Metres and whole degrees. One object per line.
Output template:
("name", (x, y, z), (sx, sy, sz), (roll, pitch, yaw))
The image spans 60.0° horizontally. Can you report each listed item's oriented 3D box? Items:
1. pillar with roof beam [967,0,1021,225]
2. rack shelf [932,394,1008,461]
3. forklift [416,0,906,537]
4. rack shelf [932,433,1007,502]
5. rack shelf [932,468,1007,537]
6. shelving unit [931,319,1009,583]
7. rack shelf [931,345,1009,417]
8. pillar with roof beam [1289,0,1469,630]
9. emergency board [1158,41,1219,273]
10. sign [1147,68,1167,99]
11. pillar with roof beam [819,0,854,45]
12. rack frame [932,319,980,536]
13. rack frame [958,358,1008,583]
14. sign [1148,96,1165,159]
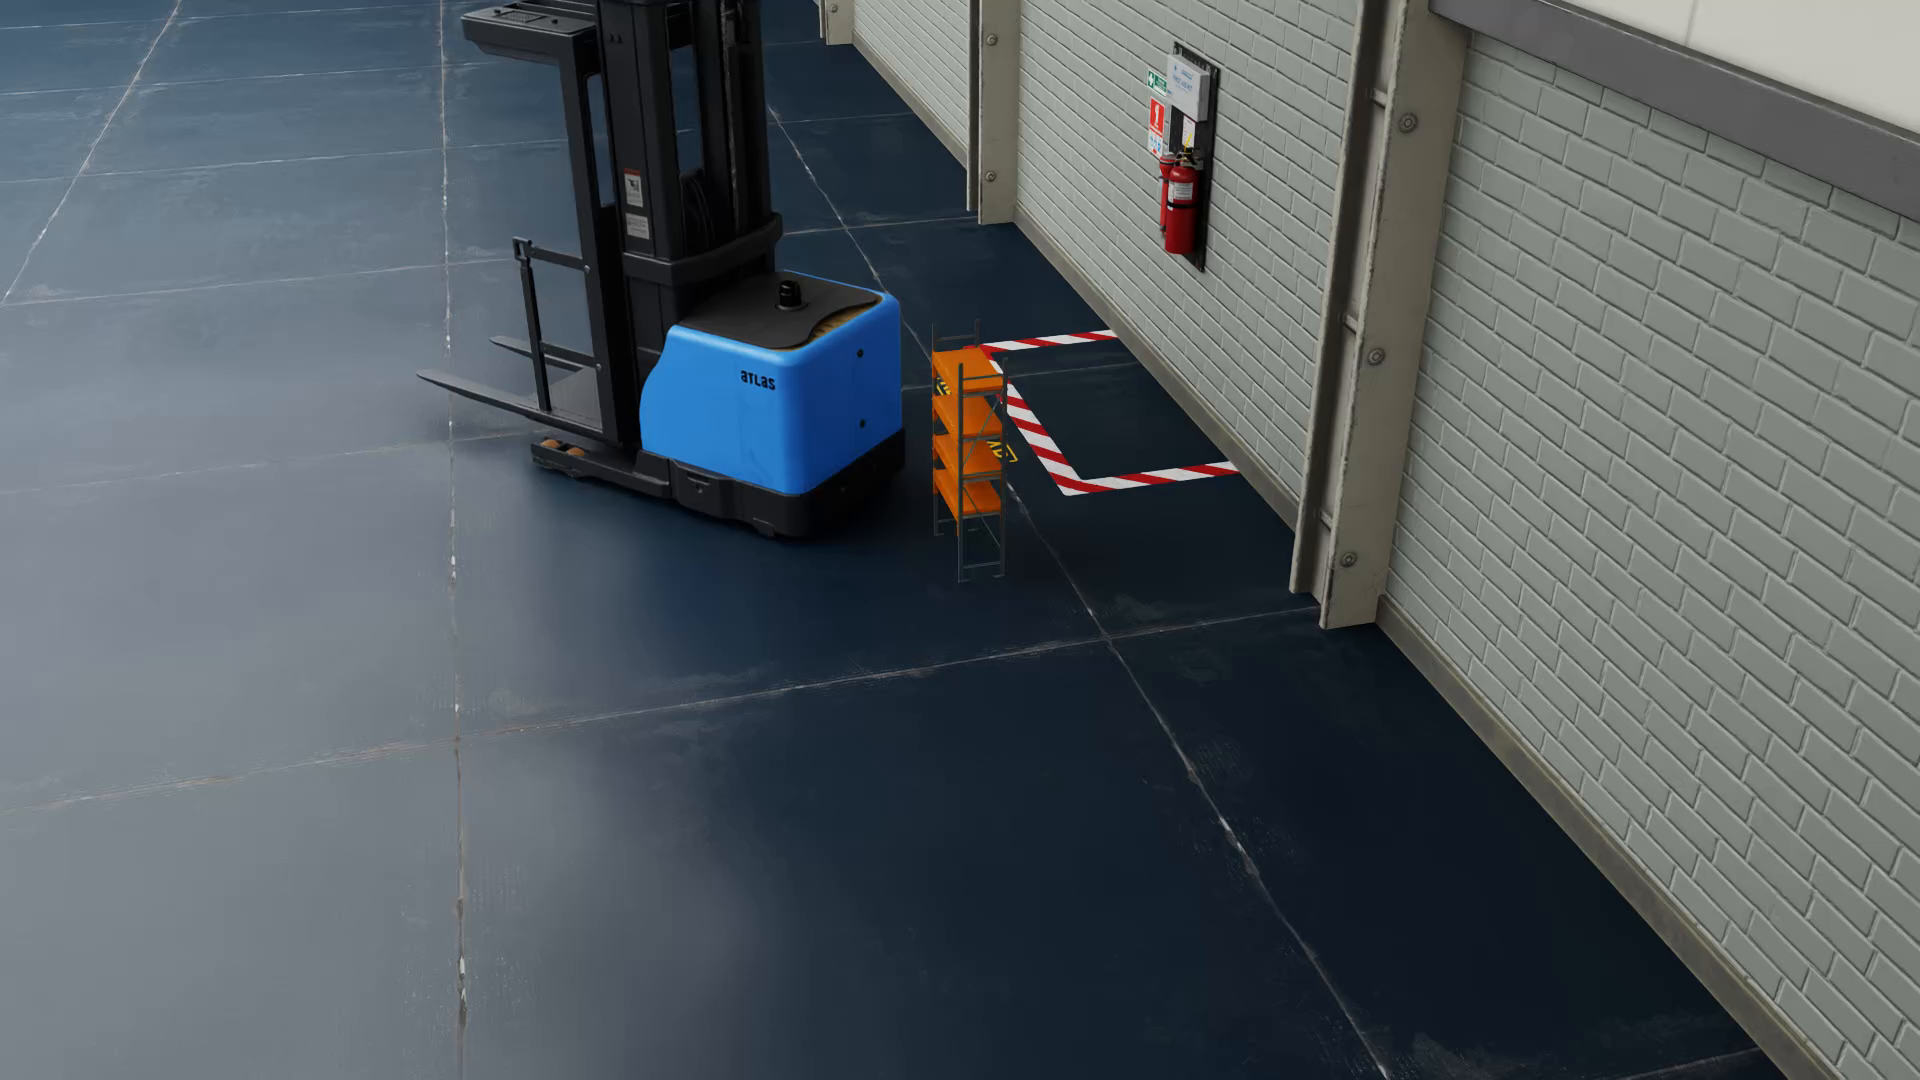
("pillar with roof beam", (-3.896, -5.904, 9.968), (9.100, 9.000, 0.400), (-8, 31, -13))
("rack shelf", (0.044, -0.575, 8.233), (0.258, 0.148, 0.480), (-8, 31, -13))
("forklift", (-1.829, -1.825, 8.978), (3.031, 2.935, 1.130), (17, 34, 27))
("rack shelf", (0.044, -0.381, 8.345), (0.258, 0.148, 0.480), (-8, 31, -13))
("rack shelf", (0.044, -0.209, 8.444), (0.258, 0.148, 0.480), (-8, 31, -13))
("shelving unit", (0.044, -0.439, 8.311), (0.258, 1.200, 0.503), (-8, 31, -13))
("rack shelf", (0.044, -0.779, 8.114), (0.258, 0.148, 0.480), (-8, 31, -13))
("pillar with roof beam", (-2.304, -3.007, 4.961), (9.100, 9.000, 0.400), (-8, 31, -13))
("emergency board", (1.228, -2.181, 9.524), (0.194, 1.169, 0.643), (-8, 31, -13))
("sign", (1.173, -2.703, 9.862), (0.001, 0.109, 0.331), (-8, 31, -13))
("pillar with roof beam", (-5.489, -8.802, 14.975), (9.100, 9.000, 0.400), (-8, 31, -13))
("rack frame", (-0.021, -0.557, 8.515), (0.240, 1.200, 0.015), (-8, 31, -13))
("rack frame", (0.109, -0.321, 8.108), (0.240, 1.200, 0.015), (-8, 31, -13))
("sign", (1.180, -2.477, 10.000), (0.001, 0.329, 0.234), (-8, 31, -13))
